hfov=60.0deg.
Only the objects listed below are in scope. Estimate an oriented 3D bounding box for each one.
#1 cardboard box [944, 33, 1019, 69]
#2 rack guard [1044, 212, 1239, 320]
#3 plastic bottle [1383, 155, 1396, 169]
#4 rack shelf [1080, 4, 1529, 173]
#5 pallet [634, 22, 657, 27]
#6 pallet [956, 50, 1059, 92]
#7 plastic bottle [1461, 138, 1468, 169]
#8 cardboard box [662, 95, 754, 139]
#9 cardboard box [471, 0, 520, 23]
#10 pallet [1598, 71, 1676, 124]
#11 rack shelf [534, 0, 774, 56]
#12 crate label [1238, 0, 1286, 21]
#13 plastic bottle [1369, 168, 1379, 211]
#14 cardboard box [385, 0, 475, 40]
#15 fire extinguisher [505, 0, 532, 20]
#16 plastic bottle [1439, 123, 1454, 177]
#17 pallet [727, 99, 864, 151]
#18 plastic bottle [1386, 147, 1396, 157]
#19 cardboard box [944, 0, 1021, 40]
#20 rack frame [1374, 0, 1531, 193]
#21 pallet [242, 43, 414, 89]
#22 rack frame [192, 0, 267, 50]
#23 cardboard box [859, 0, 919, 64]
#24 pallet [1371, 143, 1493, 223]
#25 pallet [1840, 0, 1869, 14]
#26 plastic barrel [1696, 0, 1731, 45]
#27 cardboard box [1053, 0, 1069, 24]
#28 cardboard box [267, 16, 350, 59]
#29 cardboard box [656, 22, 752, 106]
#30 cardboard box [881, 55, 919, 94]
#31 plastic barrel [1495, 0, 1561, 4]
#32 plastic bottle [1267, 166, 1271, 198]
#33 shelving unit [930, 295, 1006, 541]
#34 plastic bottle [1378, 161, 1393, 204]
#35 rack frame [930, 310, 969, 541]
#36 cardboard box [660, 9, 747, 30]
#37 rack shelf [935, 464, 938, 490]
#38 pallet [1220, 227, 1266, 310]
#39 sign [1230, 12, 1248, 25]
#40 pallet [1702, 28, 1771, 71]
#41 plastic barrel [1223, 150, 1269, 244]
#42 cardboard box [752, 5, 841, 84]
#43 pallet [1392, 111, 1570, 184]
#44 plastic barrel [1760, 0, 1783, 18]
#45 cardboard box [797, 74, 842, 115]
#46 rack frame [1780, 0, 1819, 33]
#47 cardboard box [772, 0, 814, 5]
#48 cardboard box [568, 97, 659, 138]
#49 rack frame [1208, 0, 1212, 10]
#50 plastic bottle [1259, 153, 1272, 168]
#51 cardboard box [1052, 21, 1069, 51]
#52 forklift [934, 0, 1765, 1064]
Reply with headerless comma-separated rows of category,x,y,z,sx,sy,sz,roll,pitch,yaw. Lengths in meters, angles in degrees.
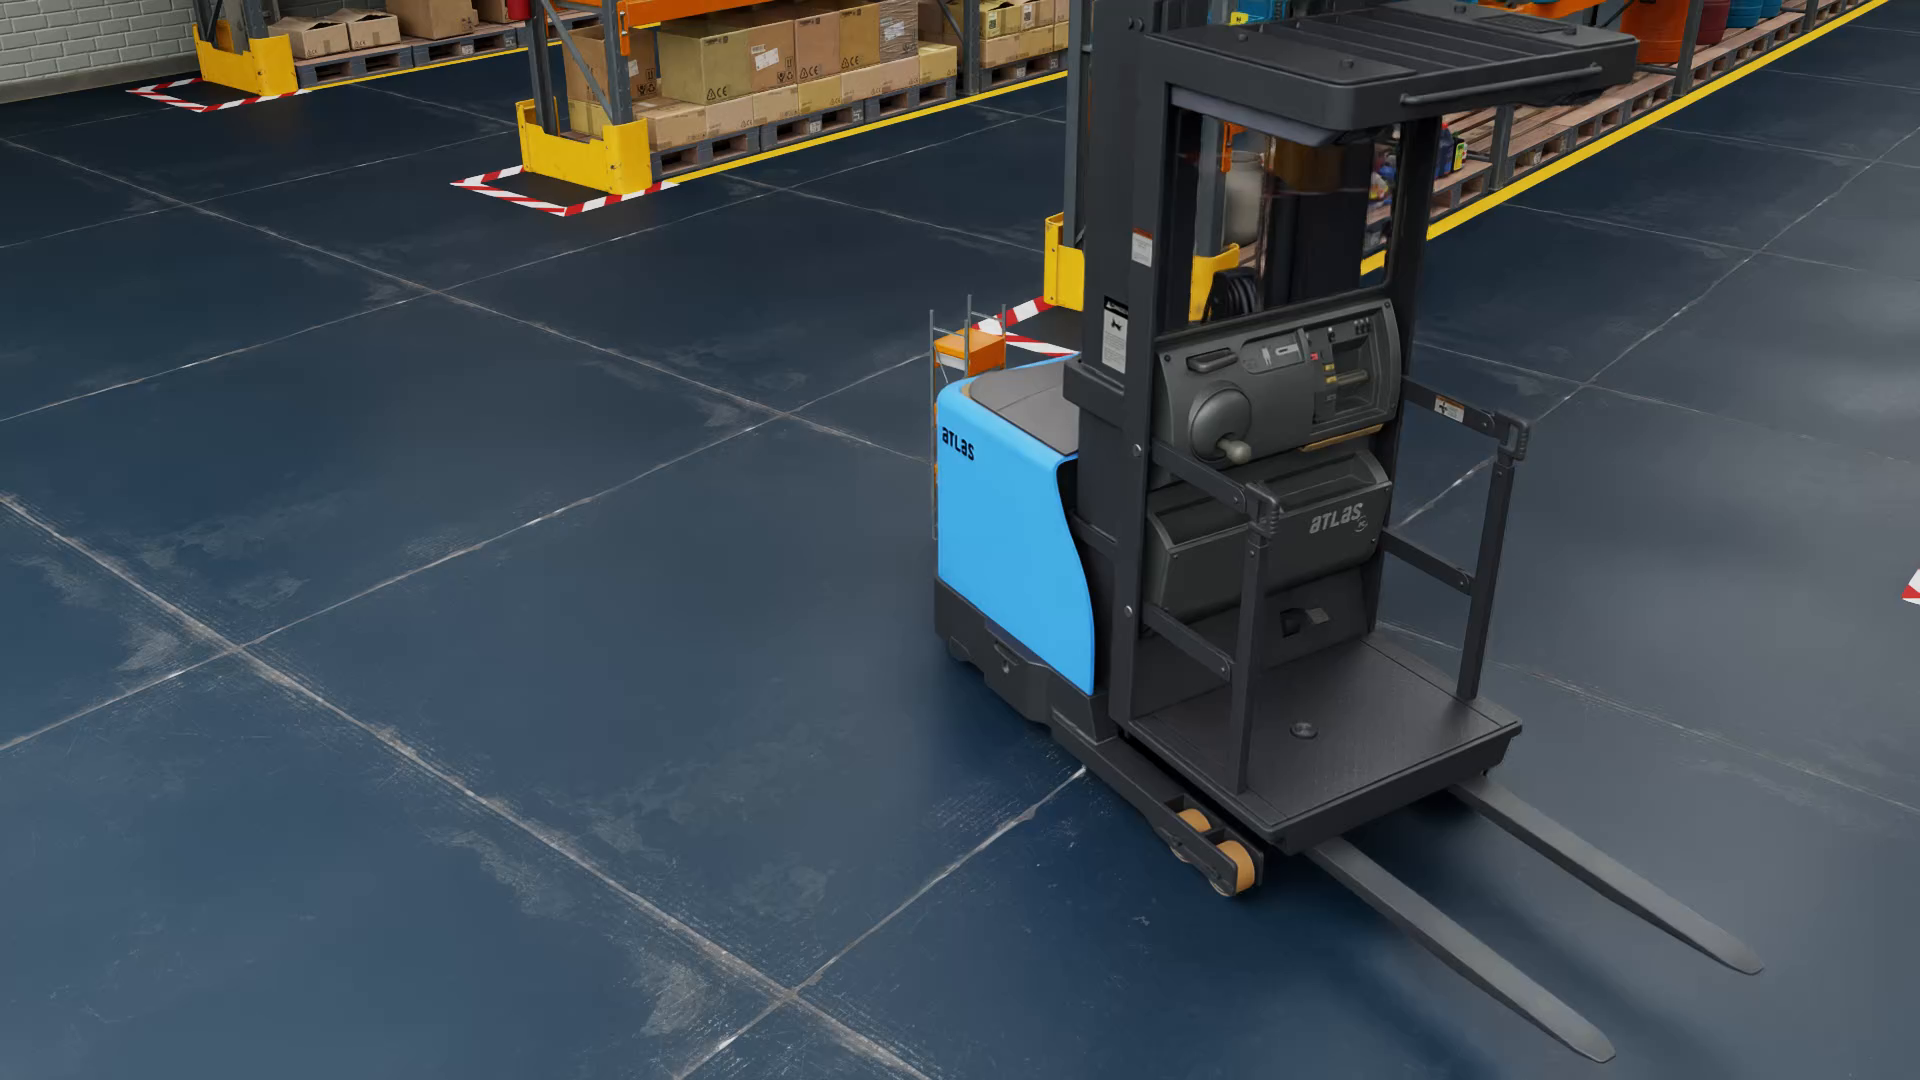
cardboard box,0.198,-4.525,15.267,0.500,0.250,0.500,20,33,33
rack guard,1.038,-1.552,9.706,1.175,0.500,0.348,21,34,34
plastic bottle,2.949,-2.474,11.253,0.152,0.276,0.135,21,34,35
rack shelf,2.298,-3.011,10.589,1.077,0.370,4.000,21,34,34
pallet,-3.581,-5.973,18.567,1.003,0.211,1.213,21,34,34
pallet,0.189,-4.523,15.763,1.003,0.211,1.213,21,34,34
plastic bottle,3.580,-2.773,11.912,0.097,0.201,0.097,0,27,0
cardboard box,-1.966,-3.339,12.976,0.500,0.250,0.500,21,34,34
cardboard box,-4.704,-5.641,17.131,0.500,0.500,0.500,18,32,31
pallet,5.591,-3.956,14.668,1.003,0.211,1.213,21,34,34
rack shelf,-1.522,-4.460,13.390,1.077,0.370,4.000,21,34,34
crate label,1.988,-3.369,10.459,0.502,0.435,0.616,21,34,34
plastic bottle,2.701,-2.314,10.949,0.097,0.271,0.097,0,27,0
cardboard box,-5.242,-5.269,16.412,0.700,0.500,0.500,18,33,31
fire extinguisher,-3.228,-4.130,12.053,0.296,0.674,0.183,21,34,34
plastic bottle,3.383,-2.746,11.698,0.144,0.351,0.185,20,33,33
pallet,-1.564,-3.546,13.875,1.003,0.211,1.213,21,34,34
plastic bottle,2.960,-2.554,11.401,0.061,0.283,0.133,21,34,34
cardboard box,0.205,-4.777,15.144,0.500,0.311,0.500,21,34,35
rack frame,3.570,-4.040,11.794,1.000,3.000,0.127,21,34,34
pallet,-6.027,-4.583,15.880,1.003,0.211,1.213,21,34,34
rack frame,-6.619,-5.517,14.650,1.000,3.000,0.127,21,34,34
cardboard box,-0.703,-4.385,14.181,0.500,0.500,0.500,21,34,34
pallet,3.111,-2.575,11.998,1.003,0.211,1.213,21,34,34
pallet,9.872,-6.344,19.284,1.003,0.211,1.213,21,34,34
plastic barrel,7.131,-5.152,16.112,0.600,0.588,0.708,21,34,34
cardboard box,0.856,-5.137,15.840,0.500,0.311,0.500,19,33,33
cardboard box,-6.109,-4.737,15.590,0.500,0.311,0.500,17,32,29
cardboard box,-1.965,-3.672,12.803,0.500,0.500,0.500,21,34,34
cardboard box,-0.702,-4.051,14.352,0.500,0.250,0.500,21,34,34
plastic barrel,4.049,-4.311,11.773,0.600,0.901,0.708,21,34,34
plastic bottle,2.119,-2.440,11.180,0.061,0.283,0.133,21,34,34
shelving unit,0.034,-0.485,7.045,0.215,1.050,0.252,21,34,34
plastic bottle,2.830,-2.386,11.088,0.097,0.271,0.097,0,27,0
rack frame,-0.044,-0.442,6.962,0.200,1.050,0.008,21,34,34
cardboard box,-2.058,-4.005,13.446,0.500,0.500,0.500,21,34,34
rack shelf,0.034,-0.229,7.178,0.215,0.259,0.240,21,34,34
pallet,1.559,-1.710,10.326,1.003,0.211,1.213,21,34,34
sign,1.447,-2.582,8.676,0.100,0.325,0.005,21,34,34
pallet,7.360,-4.942,16.573,1.003,0.211,1.213,21,34,34
plastic barrel,1.704,-2.136,10.366,0.421,0.512,0.421,0,27,0
cardboard box,-1.325,-4.025,13.485,0.500,0.500,0.500,21,34,34
pallet,4.039,-3.091,12.995,1.003,0.211,1.213,21,34,34
plastic barrel,8.299,-5.943,17.300,0.600,0.901,0.708,21,34,34
cardboard box,-1.326,-3.692,13.658,0.500,0.250,0.500,21,34,34
rack frame,8.658,-6.876,17.277,1.000,3.000,0.127,21,34,34
cardboard box,-1.422,-4.360,14.132,0.500,0.500,0.500,21,34,34
cardboard box,-2.681,-3.312,12.924,0.500,0.250,0.500,21,34,34
rack frame,2.294,-6.907,17.337,1.000,3.000,0.127,21,34,34
plastic bottle,2.037,-2.468,11.241,0.152,0.276,0.135,21,34,35
cardboard box,0.851,-4.890,15.973,0.500,0.250,0.500,20,33,33
forklift,1.106,-0.452,4.933,1.130,2.935,3.031,-16,31,-28
